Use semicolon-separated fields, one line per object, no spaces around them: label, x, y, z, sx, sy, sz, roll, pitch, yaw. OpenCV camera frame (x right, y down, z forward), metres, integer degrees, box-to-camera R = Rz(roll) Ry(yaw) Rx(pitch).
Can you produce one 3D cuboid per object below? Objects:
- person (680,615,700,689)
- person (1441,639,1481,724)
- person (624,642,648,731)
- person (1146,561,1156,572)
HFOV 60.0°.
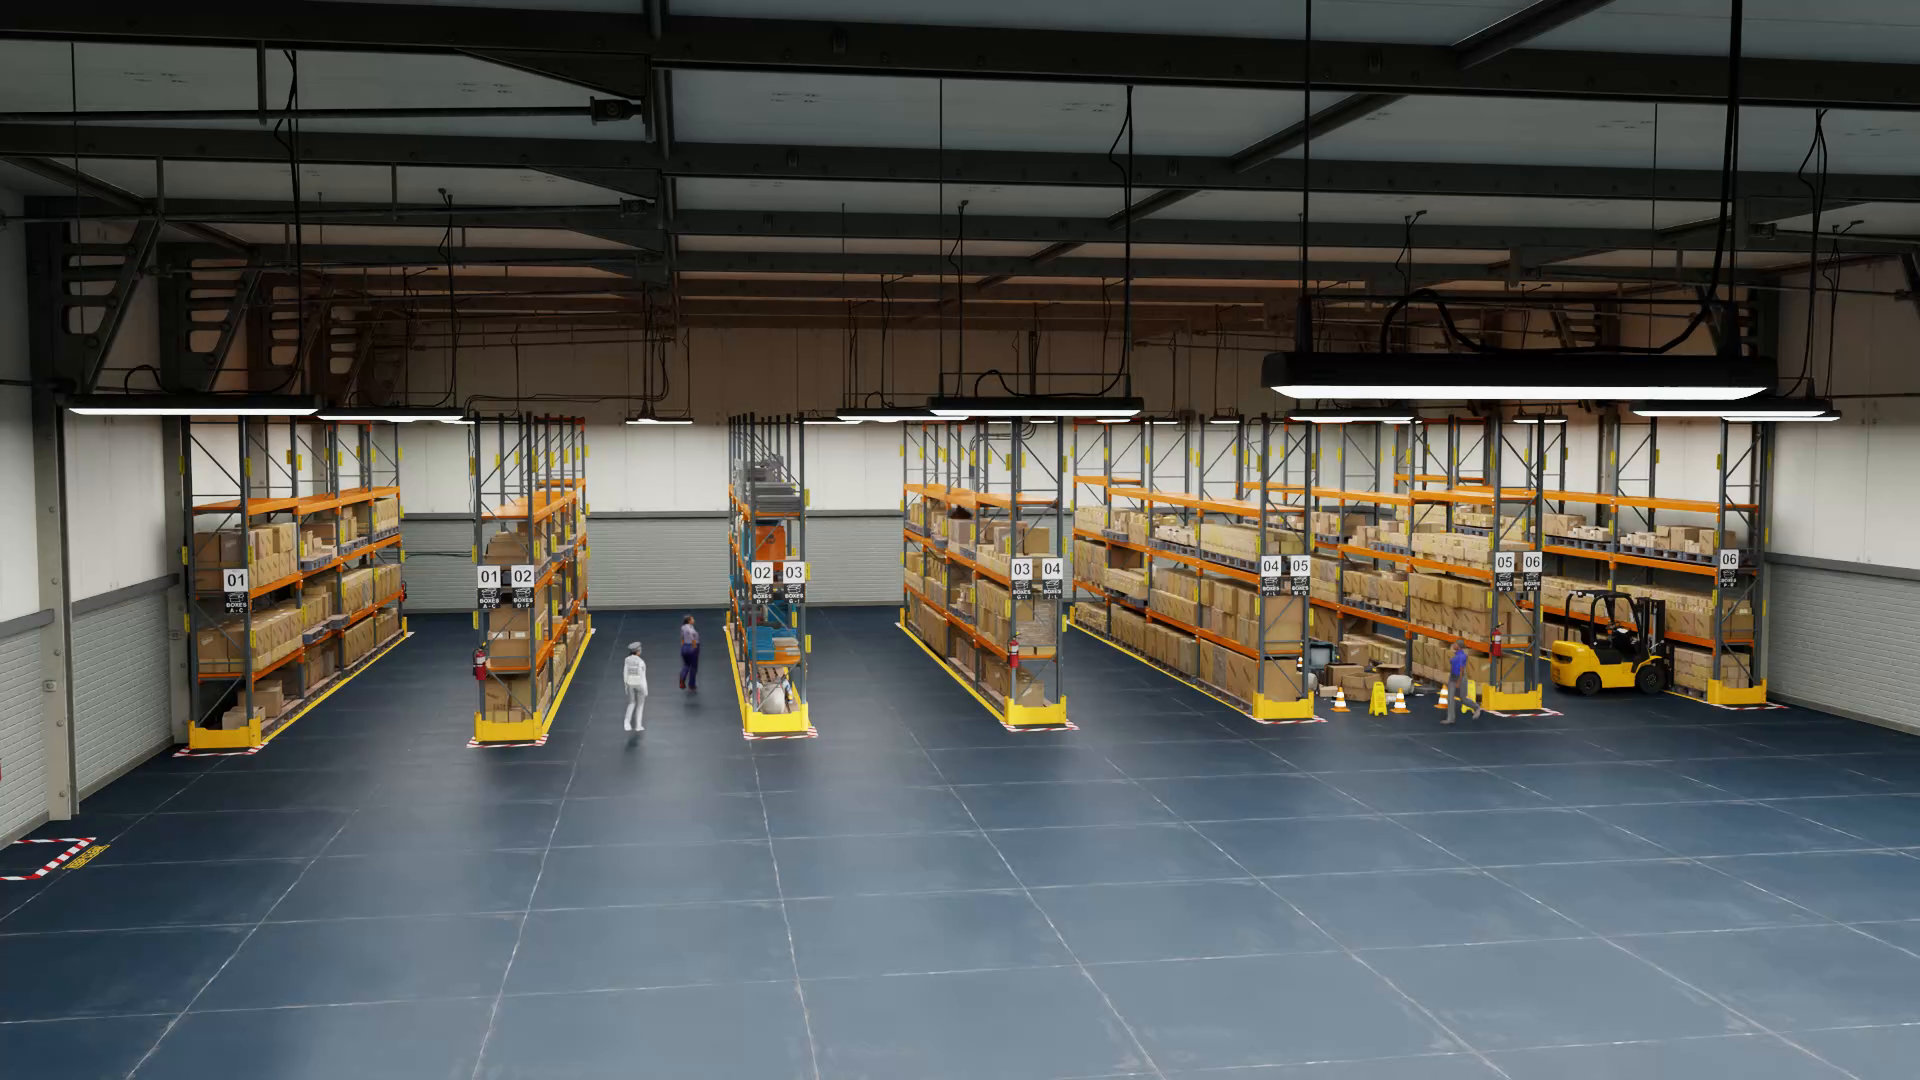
person;-5.879;2.439;36.149;0.485;1.627;0.476;2;4;25
person;9.677;2.721;32.118;0.794;1.641;0.417;-2;5;-32
person;-6.098;2.748;31.139;0.491;1.683;0.501;1;4;15
person;6.066;1.310;52.745;0.885;1.623;0.492;-1;4;-20
